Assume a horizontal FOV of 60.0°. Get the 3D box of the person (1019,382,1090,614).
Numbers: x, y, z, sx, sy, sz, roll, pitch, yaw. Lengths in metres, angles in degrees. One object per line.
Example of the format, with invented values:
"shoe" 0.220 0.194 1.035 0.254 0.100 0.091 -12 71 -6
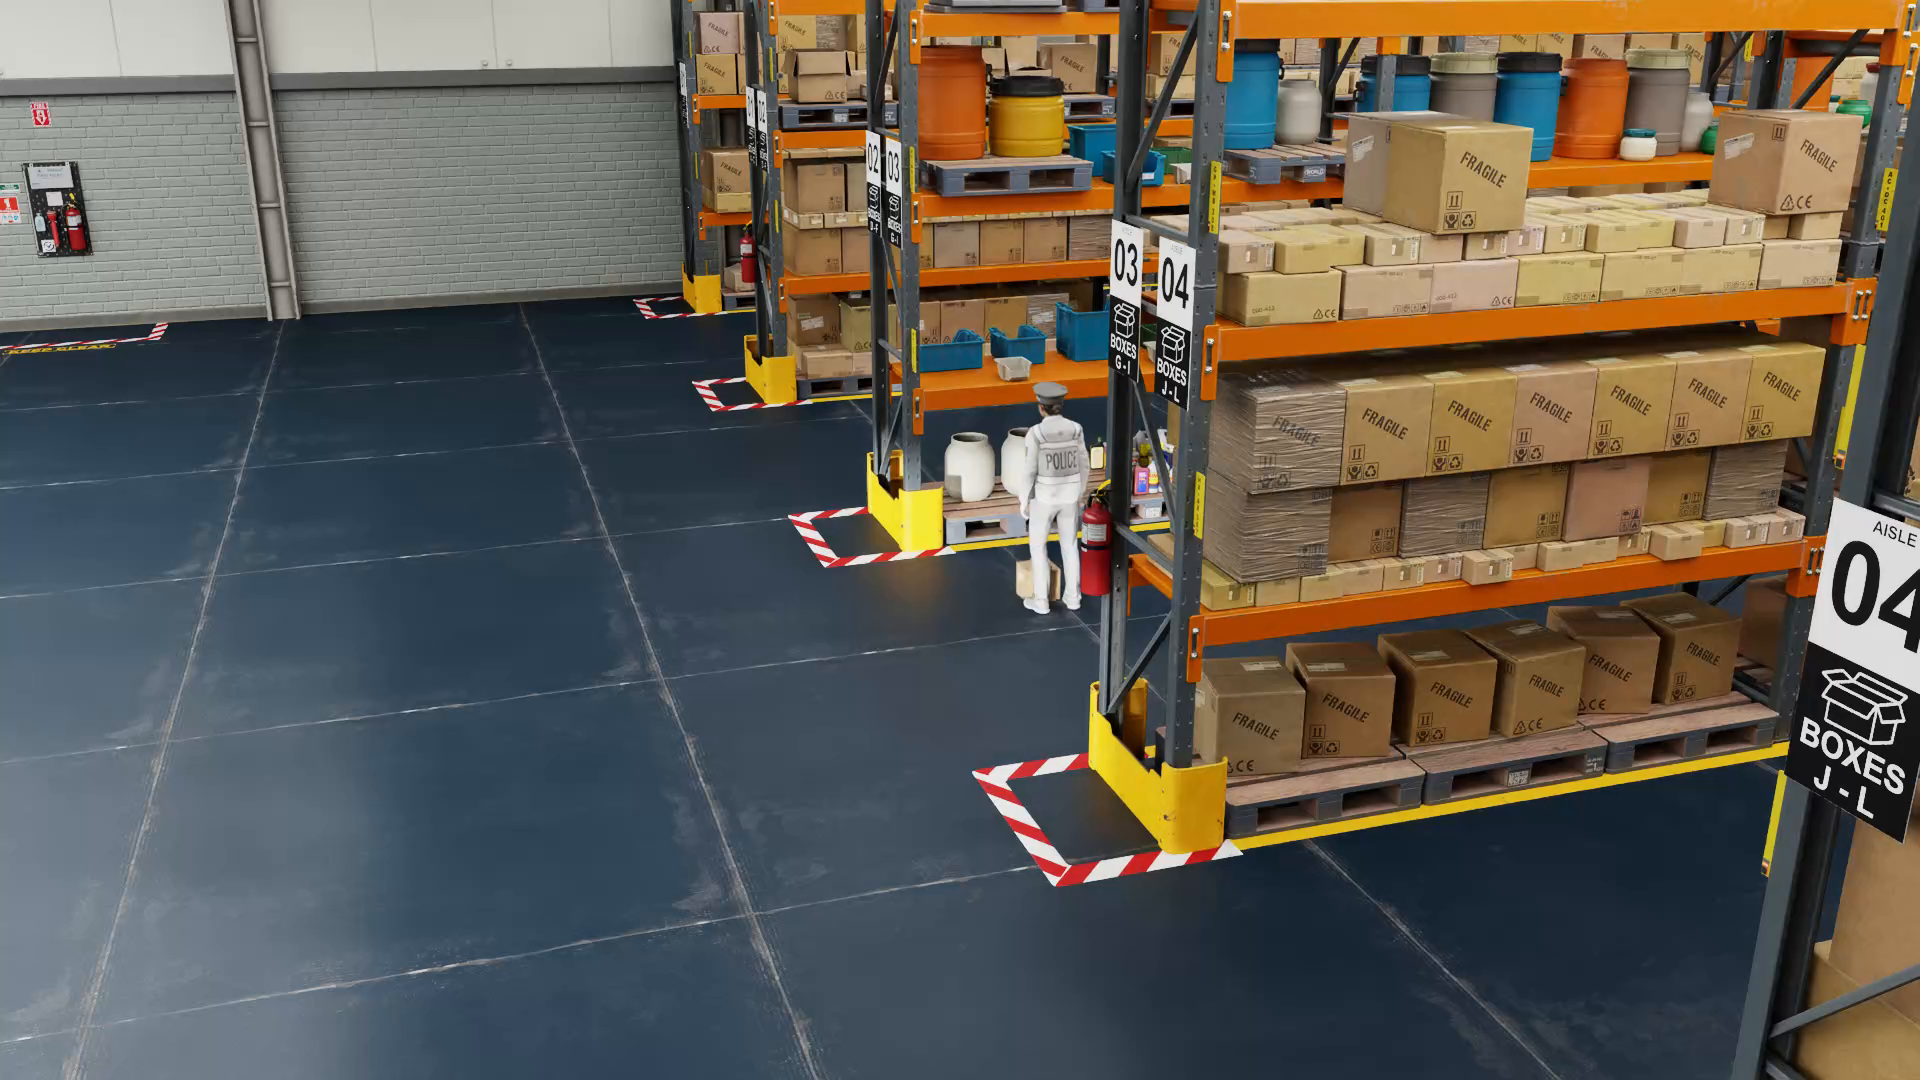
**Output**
"person" 0.666 -0.286 11.876 0.516 1.663 0.367 -7 21 -19
